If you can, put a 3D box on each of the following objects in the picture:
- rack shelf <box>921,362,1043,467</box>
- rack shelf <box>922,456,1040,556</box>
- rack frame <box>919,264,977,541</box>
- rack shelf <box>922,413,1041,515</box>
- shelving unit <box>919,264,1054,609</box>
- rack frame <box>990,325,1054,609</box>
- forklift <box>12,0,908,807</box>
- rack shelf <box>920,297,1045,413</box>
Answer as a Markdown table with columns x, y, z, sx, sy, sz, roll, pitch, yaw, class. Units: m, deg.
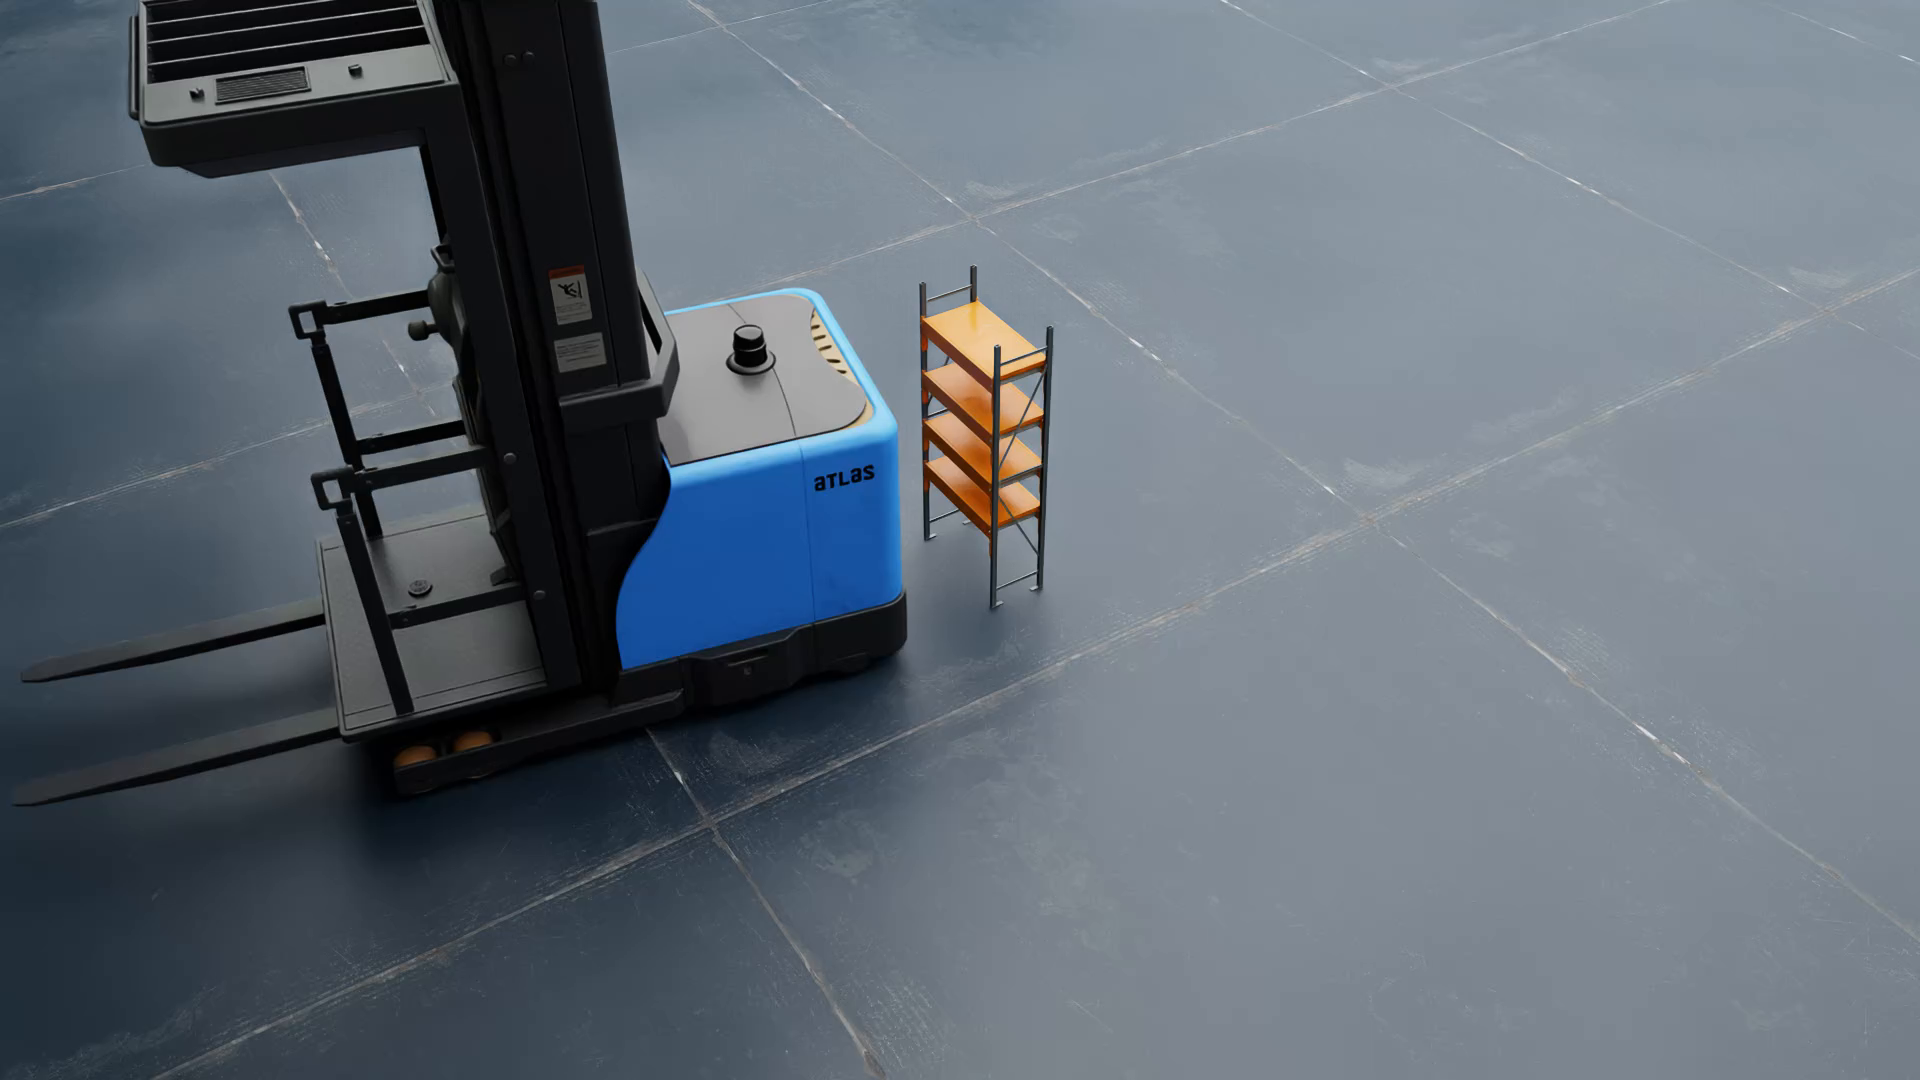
| x | y | z | sx | sy | sz | roll | pitch | yaw | class |
| --- | --- | --- | --- | --- | --- | --- | --- | --- | --- |
| 0.089 | -0.492 | 6.159 | 0.258 | 0.148 | 0.480 | -22 | 45 | -24 | rack shelf |
| 0.089 | -0.167 | 6.429 | 0.258 | 0.148 | 0.480 | -22 | 45 | -24 | rack shelf |
| -0.042 | -0.503 | 6.417 | 0.240 | 1.200 | 0.015 | -22 | 45 | -24 | rack frame |
| 0.089 | -0.320 | 6.302 | 0.258 | 0.148 | 0.480 | -22 | 45 | -24 | rack shelf |
| 0.089 | -0.372 | 6.259 | 0.258 | 1.200 | 0.503 | -22 | 45 | -24 | shelving unit |
| 0.220 | -0.240 | 6.101 | 0.240 | 1.200 | 0.015 | -22 | 45 | -24 | rack frame |
| -1.767 | -0.641 | 5.230 | 3.031 | 2.935 | 1.130 | -14 | 42 | -16 | forklift |
| 0.089 | -0.674 | 6.007 | 0.258 | 0.148 | 0.480 | -22 | 45 | -24 | rack shelf |
